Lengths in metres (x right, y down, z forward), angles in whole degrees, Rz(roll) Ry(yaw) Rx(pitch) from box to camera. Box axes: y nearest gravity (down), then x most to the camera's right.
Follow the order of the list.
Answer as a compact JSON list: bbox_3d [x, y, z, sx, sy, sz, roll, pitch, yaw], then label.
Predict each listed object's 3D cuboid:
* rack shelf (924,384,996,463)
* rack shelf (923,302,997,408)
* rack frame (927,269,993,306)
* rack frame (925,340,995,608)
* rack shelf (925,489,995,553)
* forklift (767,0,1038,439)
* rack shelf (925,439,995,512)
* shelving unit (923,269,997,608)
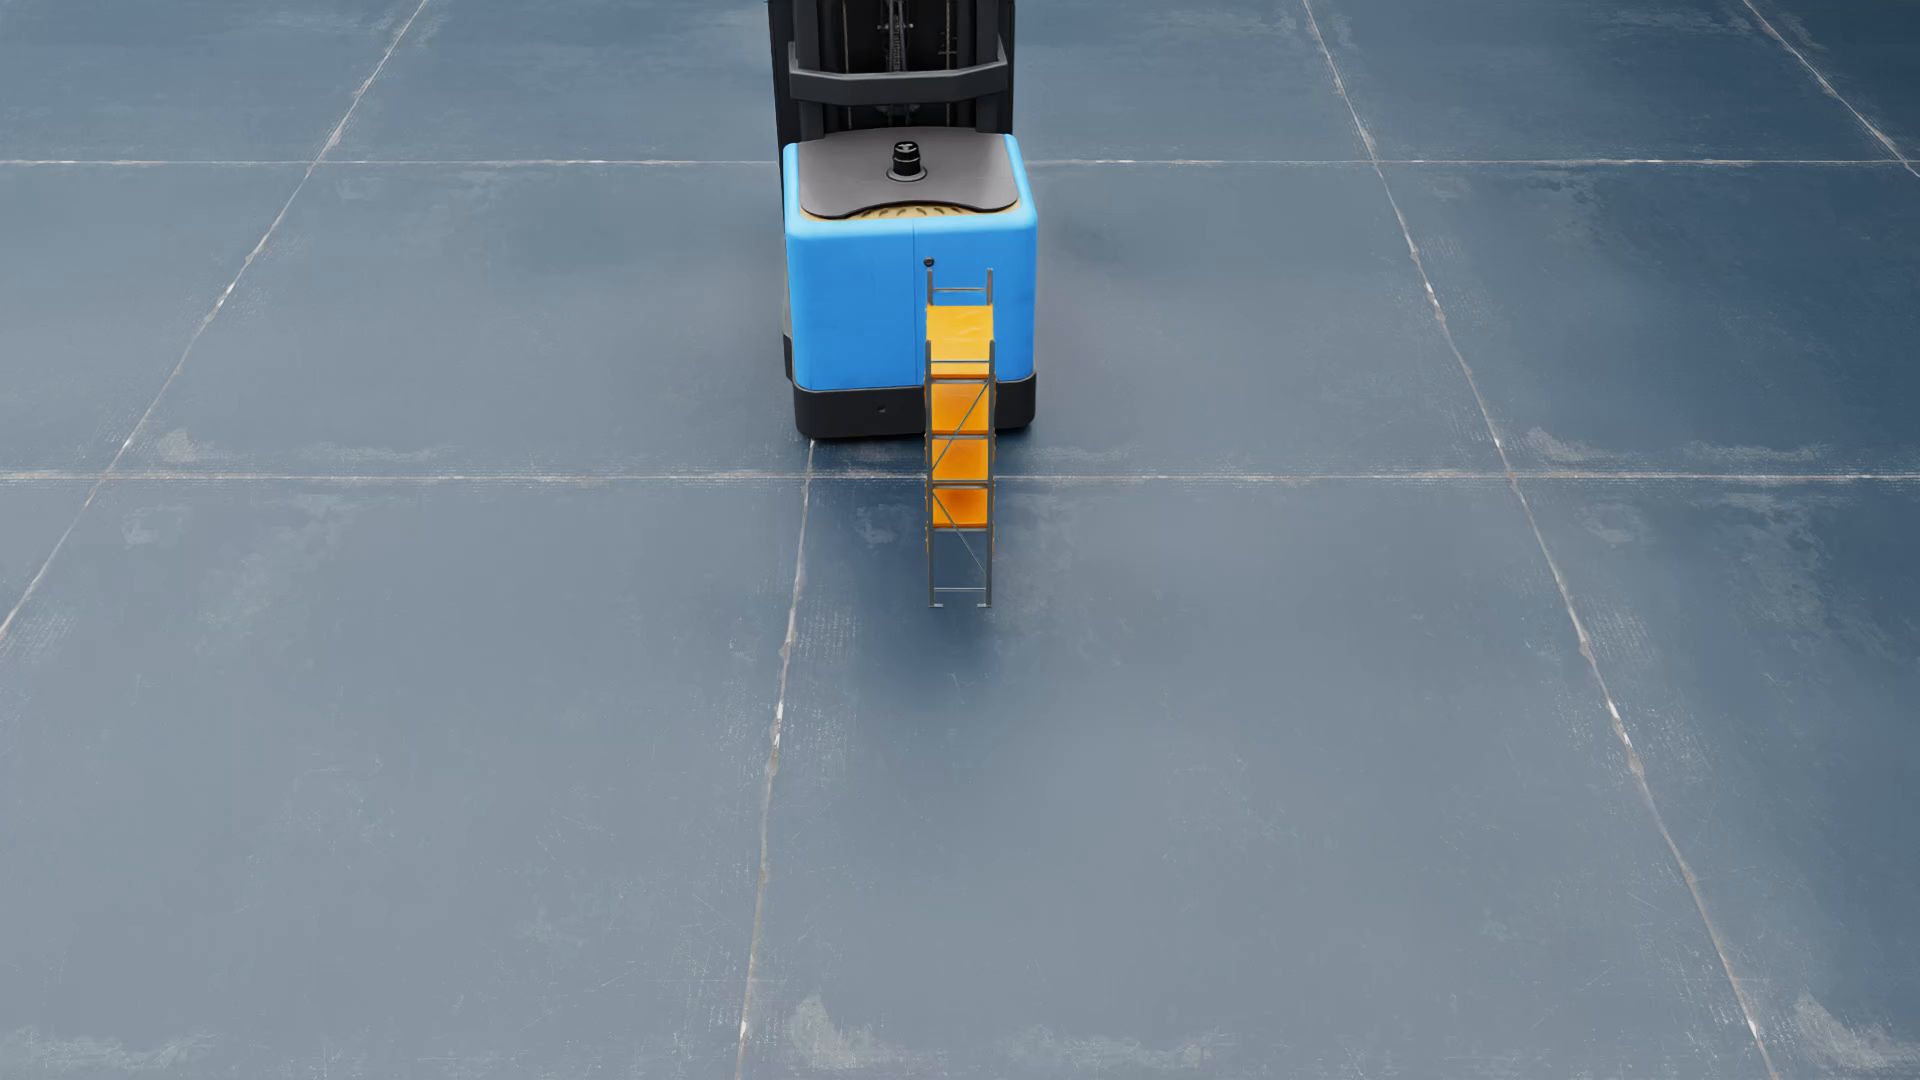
[{"bbox_3d":[0.000,-0.487,6.148,0.258,0.148,0.480,0,39,0],"label":"rack shelf"},{"bbox_3d":[0.000,-0.671,6.000,0.258,0.148,0.480,0,39,0],"label":"rack shelf"},{"bbox_3d":[0.000,-0.517,6.436,0.240,1.200,0.015,0,39,0],"label":"rack frame"},{"bbox_3d":[0.000,-0.212,6.055,0.240,1.200,0.015,0,39,0],"label":"rack frame"},{"bbox_3d":[0.000,-0.157,6.412,0.258,0.148,0.480,0,39,0],"label":"rack shelf"},{"bbox_3d":[-0.324,-2.493,7.517,1.130,2.935,3.031,-3,39,-4],"label":"forklift"},{"bbox_3d":[0.000,-0.312,6.288,0.258,0.148,0.480,0,39,0],"label":"rack shelf"},{"bbox_3d":[0.000,-0.365,6.246,0.258,1.200,0.503,0,39,0],"label":"shelving unit"}]
